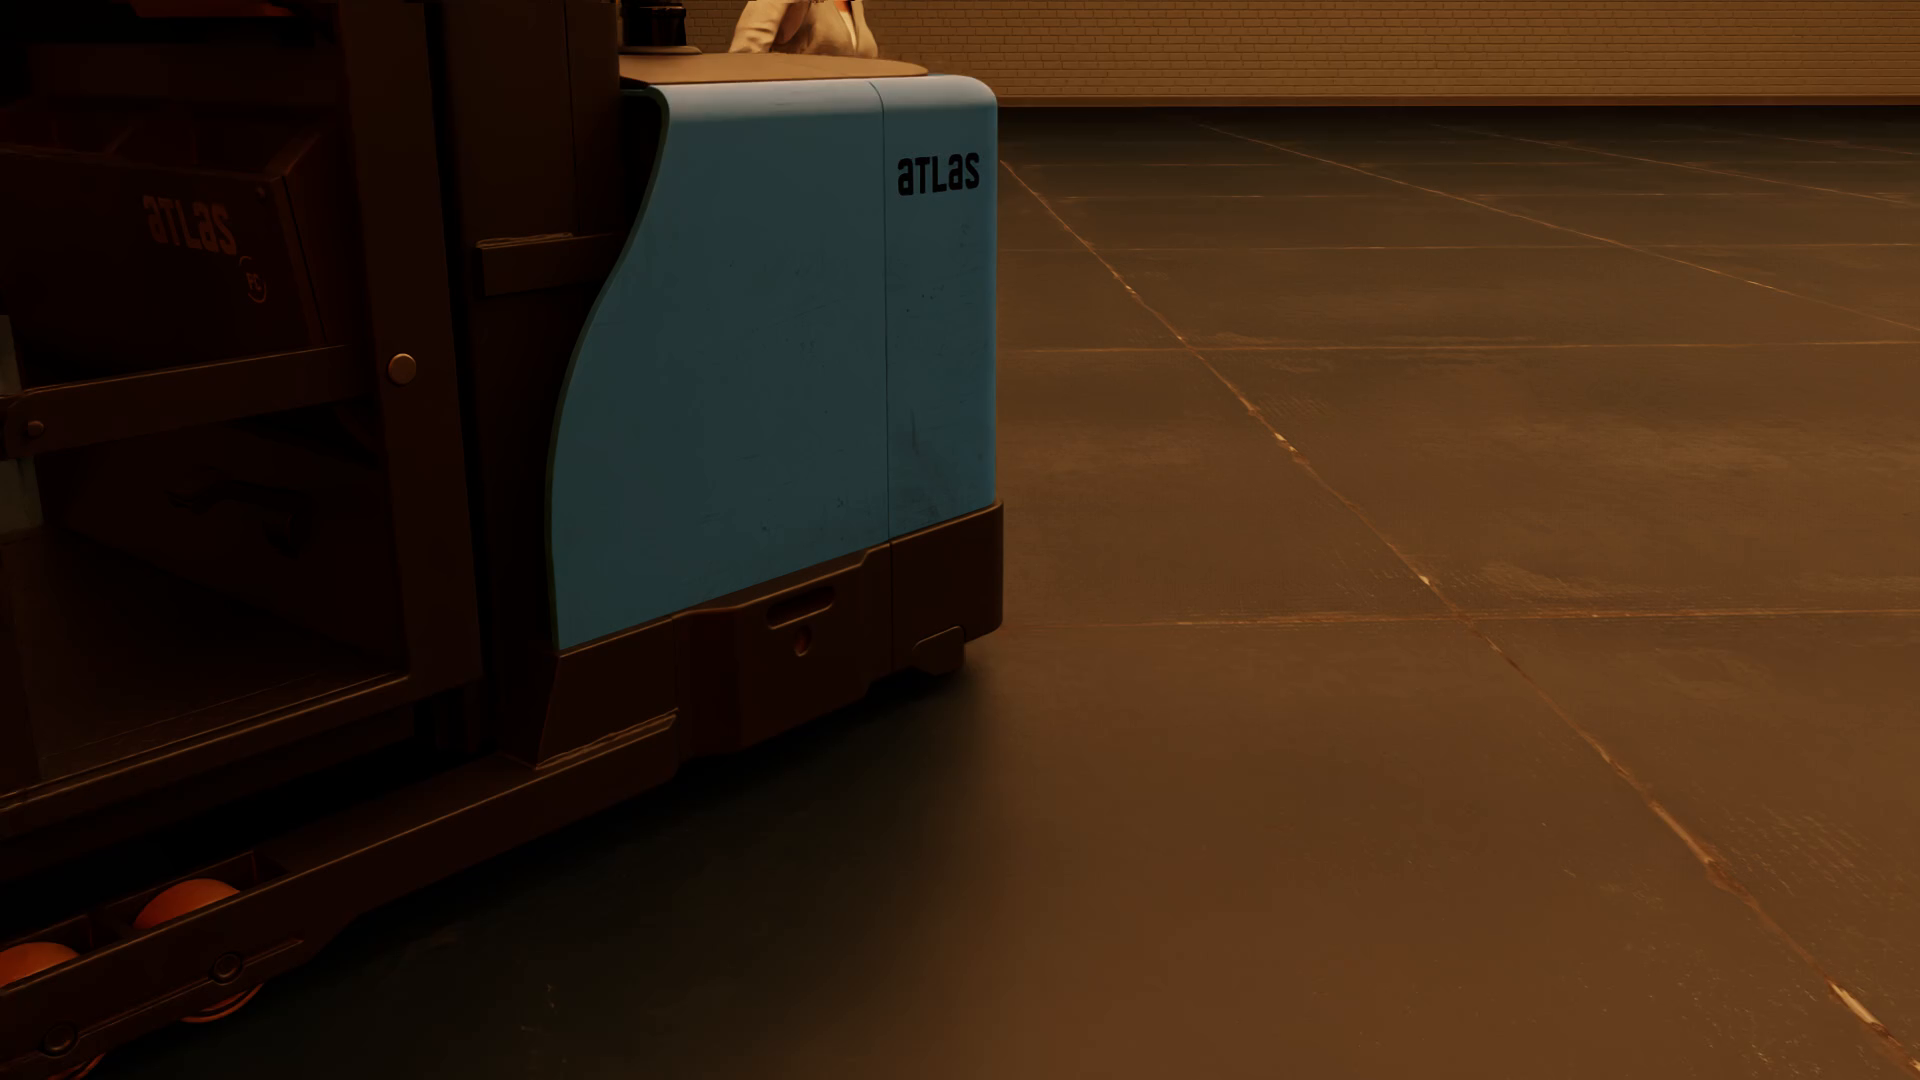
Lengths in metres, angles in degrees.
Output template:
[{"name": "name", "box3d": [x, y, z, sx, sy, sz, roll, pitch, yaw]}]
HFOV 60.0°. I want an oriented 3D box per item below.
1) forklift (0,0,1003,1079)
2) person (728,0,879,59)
[{"name": "forklift", "box3d": [-1.247, -0.941, 1.982, 1.130, 2.935, 3.031, 14, 22, 38]}, {"name": "person", "box3d": [-0.454, -0.925, 4.400, 0.429, 1.562, 0.746, 10, 20, 30]}]
